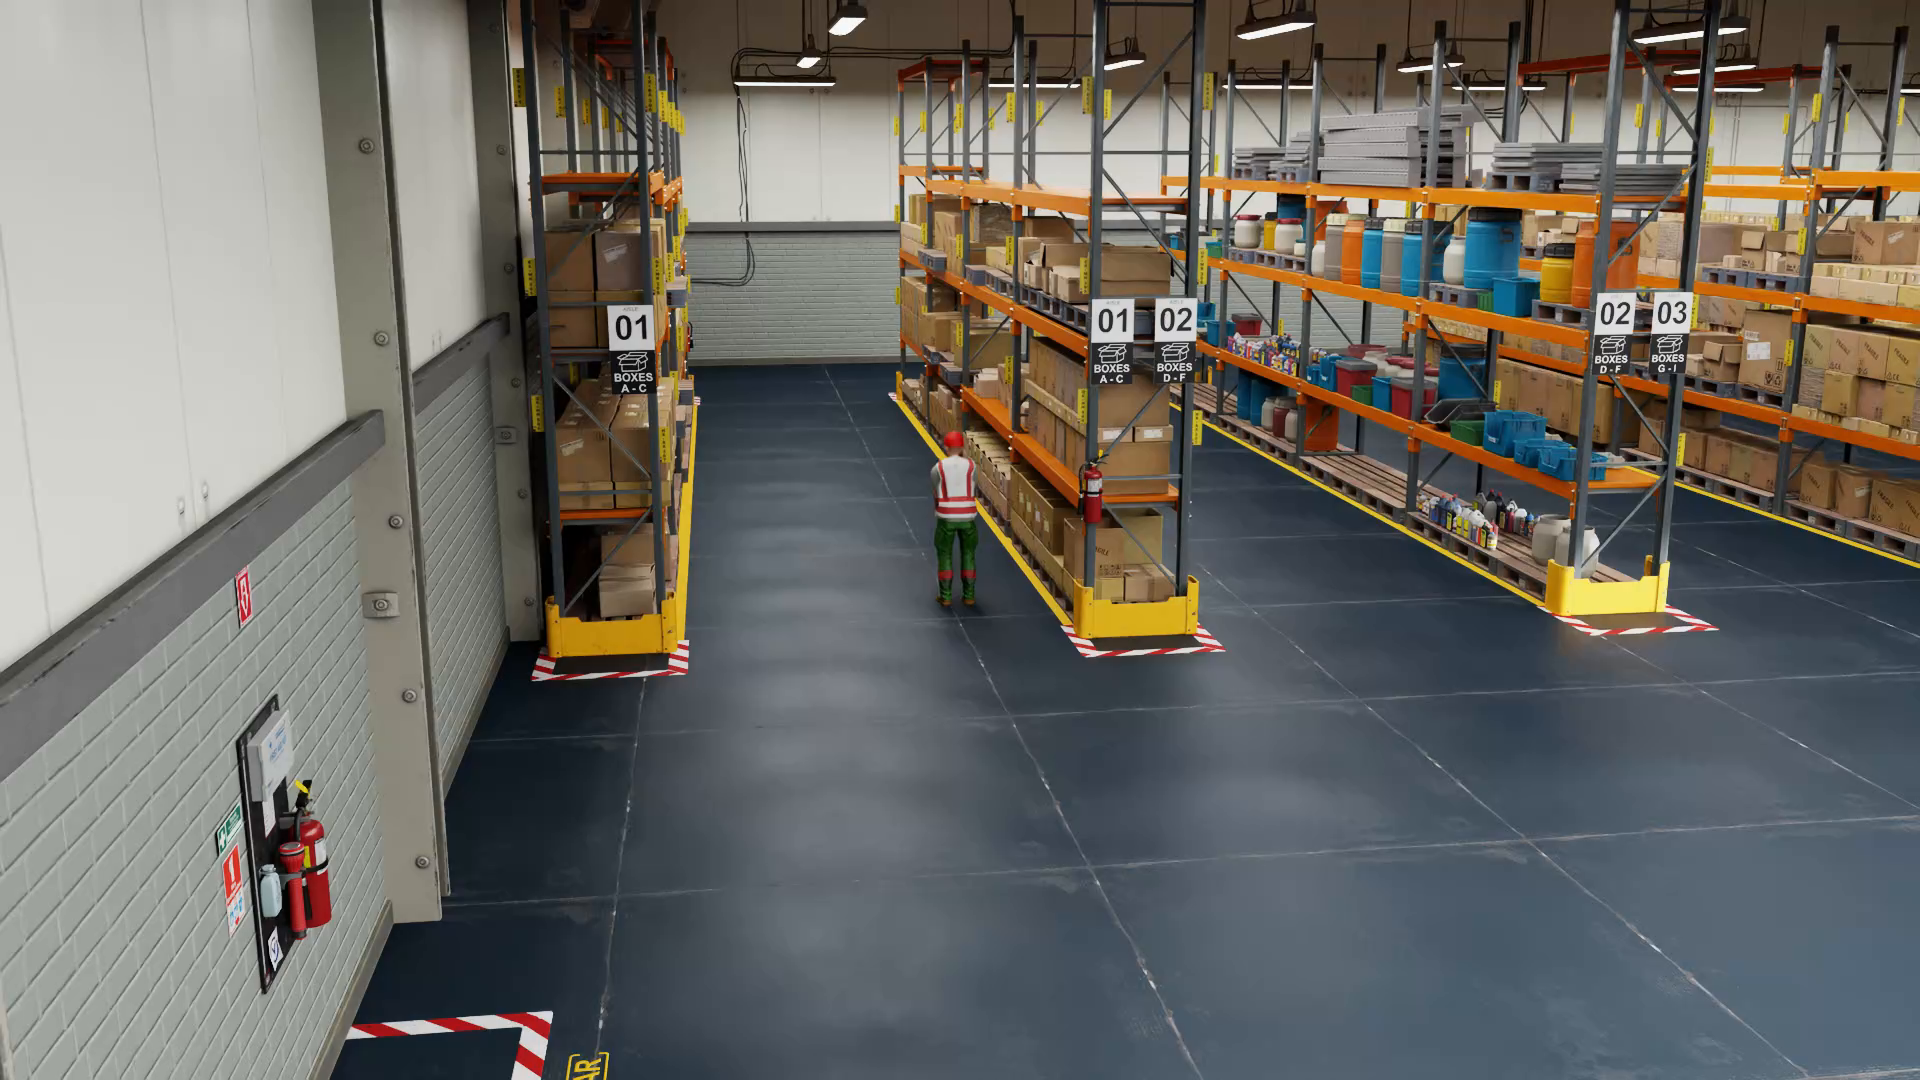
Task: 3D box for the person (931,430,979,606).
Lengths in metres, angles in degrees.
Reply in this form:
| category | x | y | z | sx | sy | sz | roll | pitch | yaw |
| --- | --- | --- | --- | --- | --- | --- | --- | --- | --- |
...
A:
| category | x | y | z | sx | sy | sz | roll | pitch | yaw |
| --- | --- | --- | --- | --- | --- | --- | --- | --- | --- |
| person | -0.064 | -0.244 | 17.002 | 0.493 | 1.779 | 0.574 | -2 | 13 | -9 |
